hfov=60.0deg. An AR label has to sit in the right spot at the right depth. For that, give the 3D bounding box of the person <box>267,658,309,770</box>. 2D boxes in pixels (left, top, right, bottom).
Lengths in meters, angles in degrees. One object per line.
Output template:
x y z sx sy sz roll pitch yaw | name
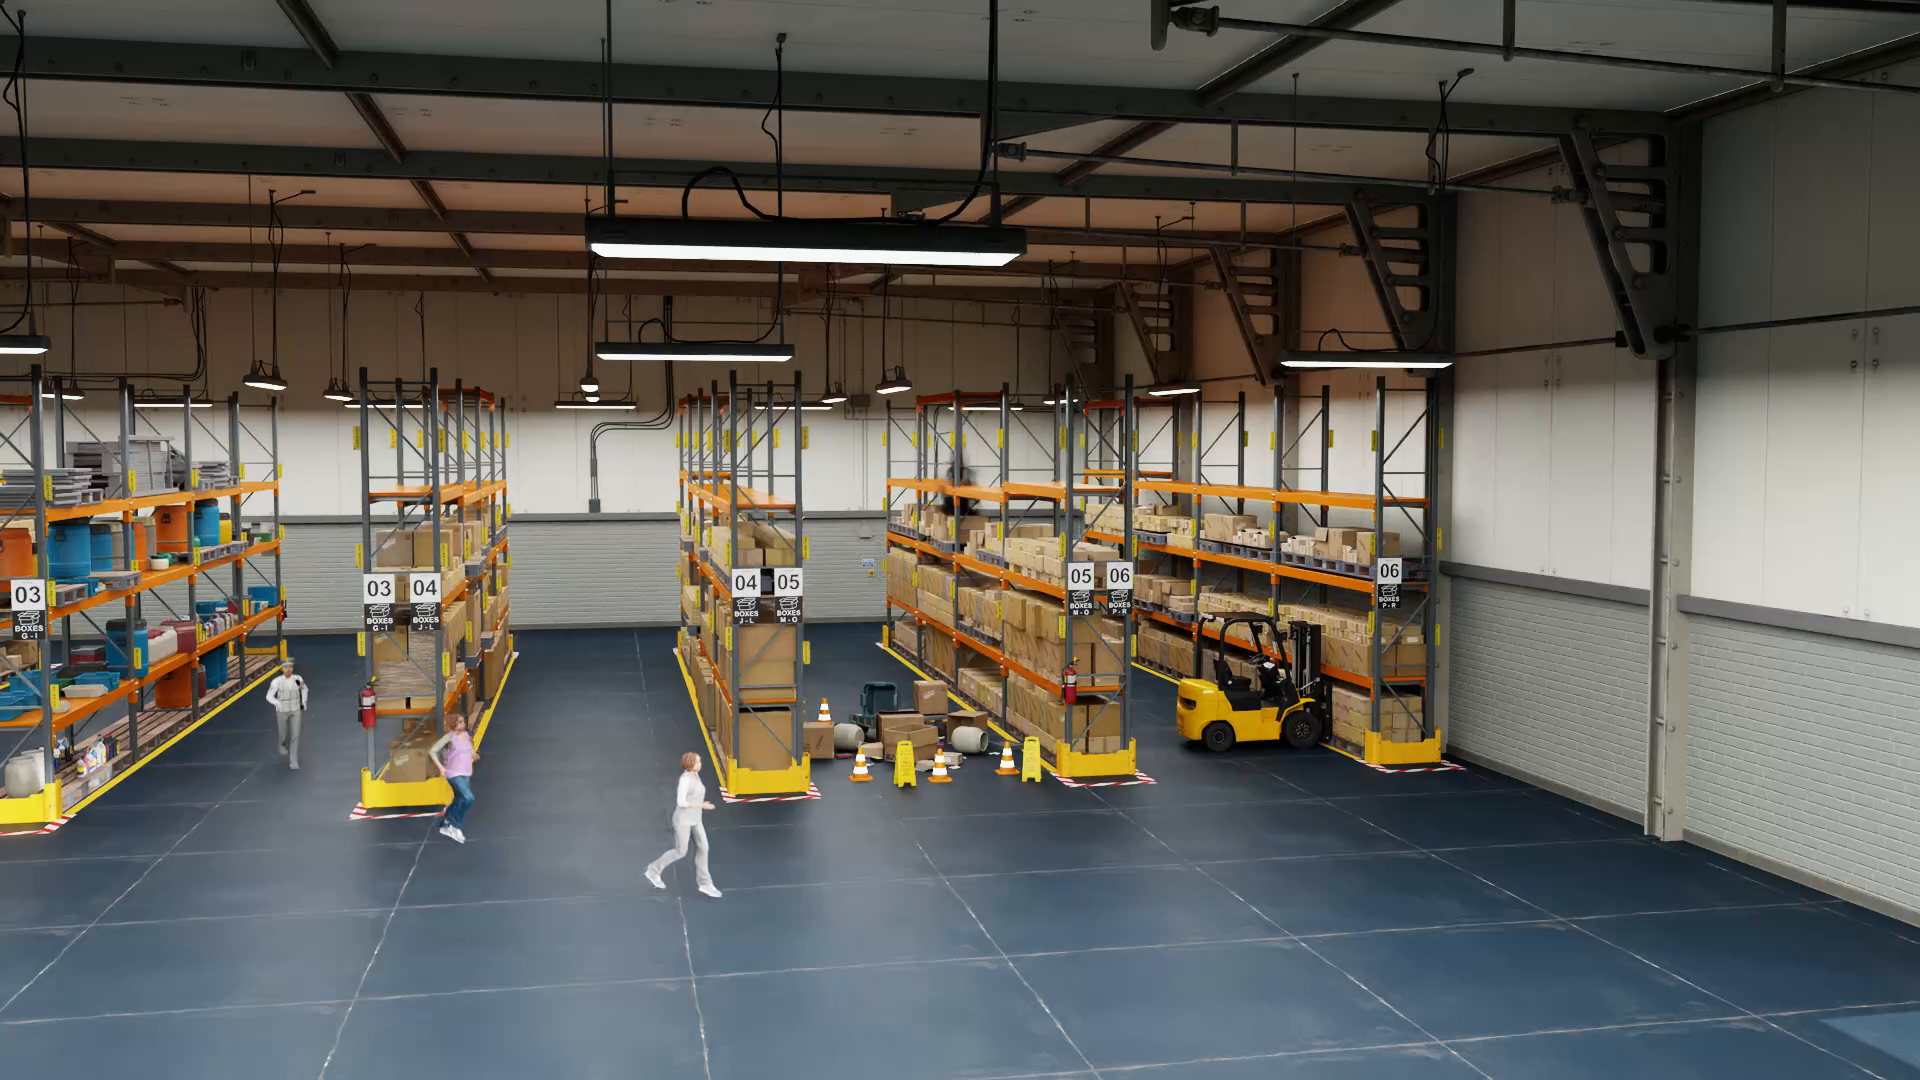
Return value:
-10.317 2.642 25.561 0.628 1.683 0.865 -2 4 -30 | person

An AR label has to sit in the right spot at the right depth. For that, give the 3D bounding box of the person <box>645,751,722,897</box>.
-3.044 3.114 18.284 0.855 1.605 0.516 1 3 14 | person

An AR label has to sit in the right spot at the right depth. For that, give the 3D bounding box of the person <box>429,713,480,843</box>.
-6.261 2.965 20.753 0.673 1.604 0.503 1 4 21 | person
